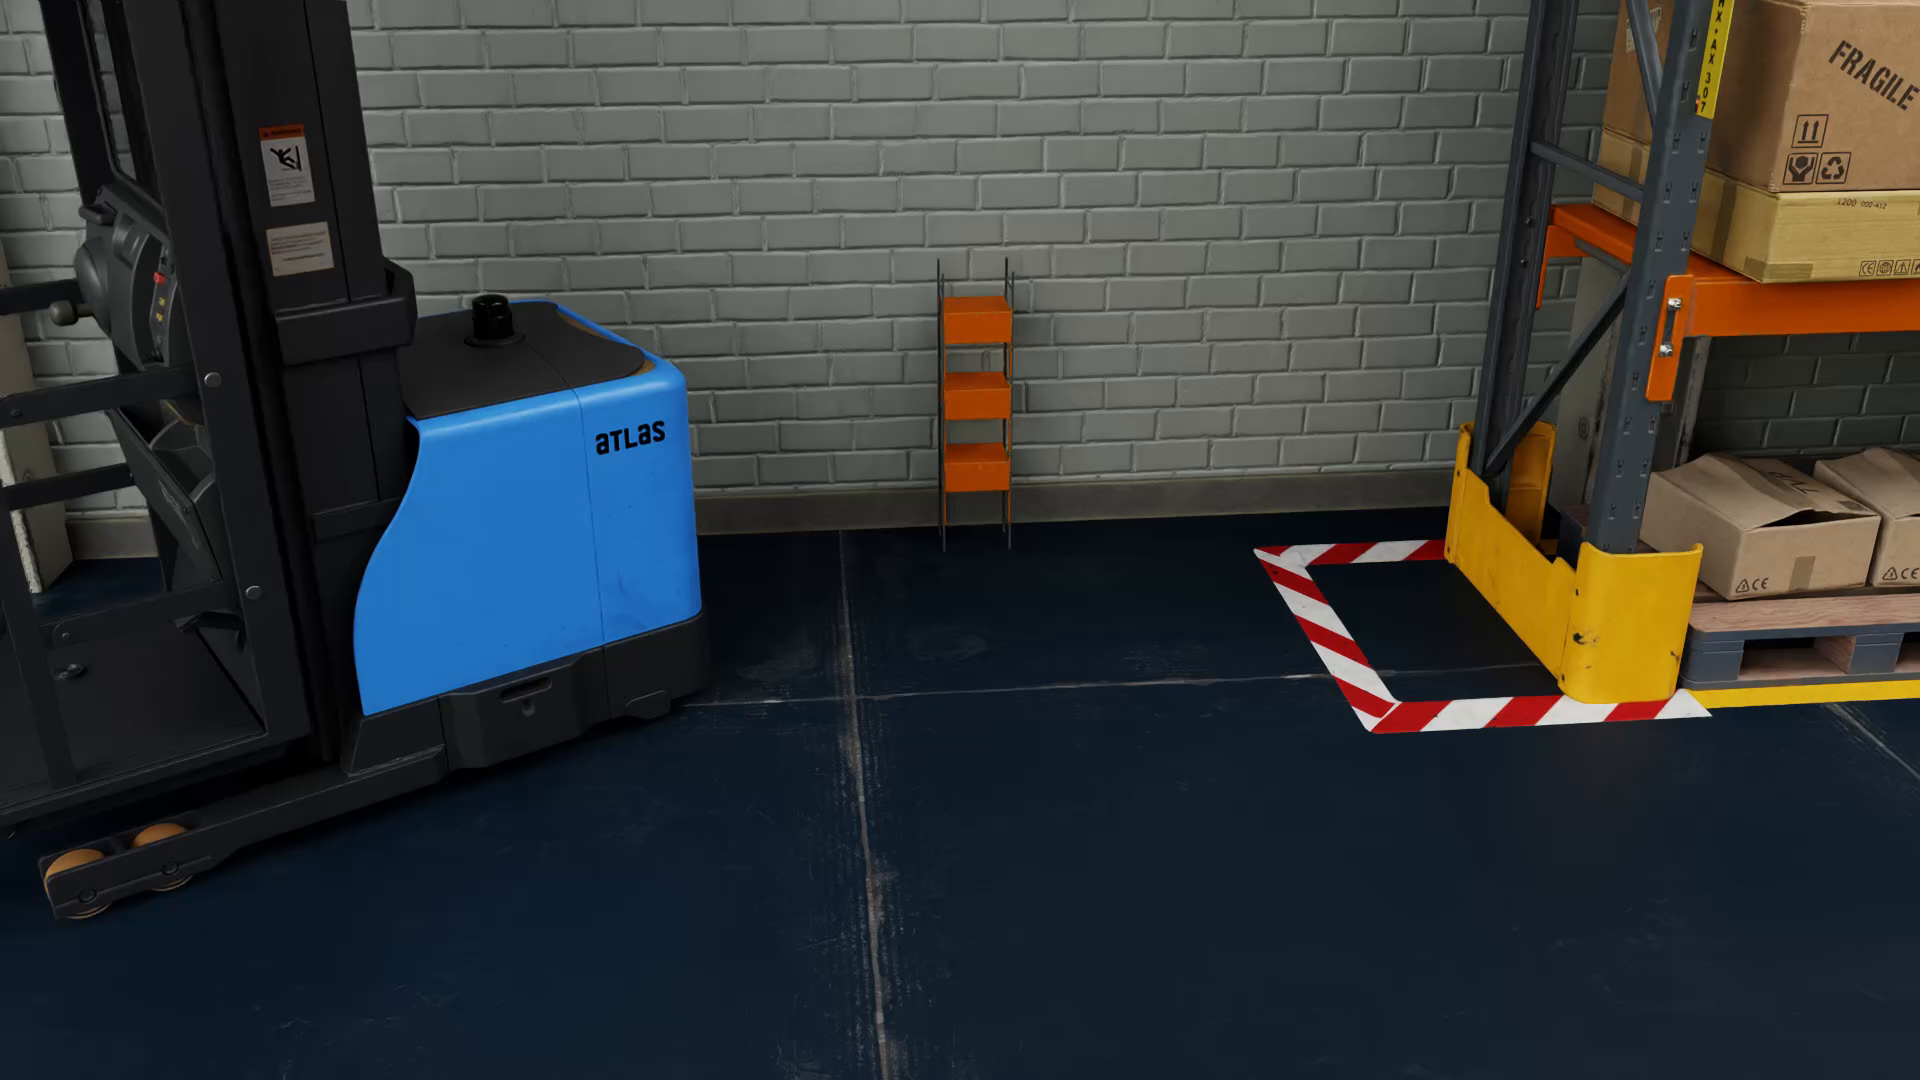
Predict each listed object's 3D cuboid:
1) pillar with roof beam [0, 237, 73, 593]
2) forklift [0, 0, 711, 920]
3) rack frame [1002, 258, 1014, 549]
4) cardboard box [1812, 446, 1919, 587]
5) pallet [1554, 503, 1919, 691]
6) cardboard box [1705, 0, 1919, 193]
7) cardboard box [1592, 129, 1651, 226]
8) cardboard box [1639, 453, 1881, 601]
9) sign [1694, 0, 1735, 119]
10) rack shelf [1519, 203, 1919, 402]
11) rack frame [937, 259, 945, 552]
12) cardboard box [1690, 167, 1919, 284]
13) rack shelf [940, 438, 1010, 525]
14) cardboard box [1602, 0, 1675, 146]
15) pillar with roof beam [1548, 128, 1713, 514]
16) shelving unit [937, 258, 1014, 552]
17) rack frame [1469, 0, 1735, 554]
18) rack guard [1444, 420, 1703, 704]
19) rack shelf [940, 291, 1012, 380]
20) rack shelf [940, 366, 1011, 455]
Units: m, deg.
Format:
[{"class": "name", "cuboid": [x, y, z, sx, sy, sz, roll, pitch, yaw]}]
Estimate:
[{"class": "pillar with roof beam", "cuboid": [-3.008, -2.243, 0.217, 0.400, 9.000, 9.100, -2, 24, -5]}, {"class": "forklift", "cuboid": [-2.252, -0.643, 4.087, 3.031, 2.935, 1.130, -17, 29, -33]}, {"class": "rack frame", "cuboid": [0.175, -0.487, 6.053, 0.008, 1.050, 0.200, -2, 24, -5]}, {"class": "cardboard box", "cuboid": [3.193, -0.090, 5.528, 0.500, 0.311, 0.500, 0, 24, -1]}, {"class": "pallet", "cuboid": [2.816, 0.149, 5.654, 1.213, 0.211, 1.003, -2, 24, -5]}, {"class": "cardboard box", "cuboid": [2.433, -1.284, 4.683, 0.500, 0.500, 0.500, -2, 24, -5]}, {"class": "cardboard box", "cuboid": [2.374, -1.141, 5.284, 0.500, 0.250, 0.500, -2, 24, -4]}, {"class": "cardboard box", "cuboid": [2.626, -0.067, 5.477, 0.500, 0.311, 0.500, -5, 24, -11]}, {"class": "sign", "cuboid": [1.982, -1.280, 4.371, 0.005, 0.325, 0.100, -2, 24, -5]}, {"class": "rack shelf", "cuboid": [3.918, -0.855, 5.366, 4.000, 0.370, 1.077, -2, 24, -5]}, {"class": "rack frame", "cuboid": [-0.068, -0.477, 6.031, 0.008, 1.050, 0.200, -2, 24, -5]}, {"class": "cardboard box", "cuboid": [2.445, -0.935, 4.821, 0.500, 0.250, 0.500, -3, 24, -7]}, {"class": "rack shelf", "cuboid": [0.053, -0.218, 6.159, 0.240, 0.259, 0.215, -2, 24, -5]}, {"class": "cardboard box", "cuboid": [2.376, -1.492, 5.150, 0.500, 0.500, 0.500, -3, 24, -6]}, {"class": "pillar with roof beam", "cuboid": [2.963, -2.482, 0.756, 0.400, 9.000, 9.100, -2, 24, -5]}, {"class": "shelving unit", "cuboid": [0.053, -0.482, 6.042, 0.252, 1.050, 0.215, -2, 24, -5]}, {"class": "rack frame", "cuboid": [1.928, -1.104, 5.040, 0.127, 3.000, 1.000, -2, 24, -5]}, {"class": "rack guard", "cuboid": [2.004, 0.036, 5.554, 0.348, 0.500, 1.175, -2, 24, -5]}, {"class": "rack shelf", "cuboid": [0.053, -0.732, 5.931, 0.240, 0.259, 0.215, -2, 24, -5]}, {"class": "rack shelf", "cuboid": [0.053, -0.472, 6.046, 0.240, 0.259, 0.215, -2, 24, -5]}]
